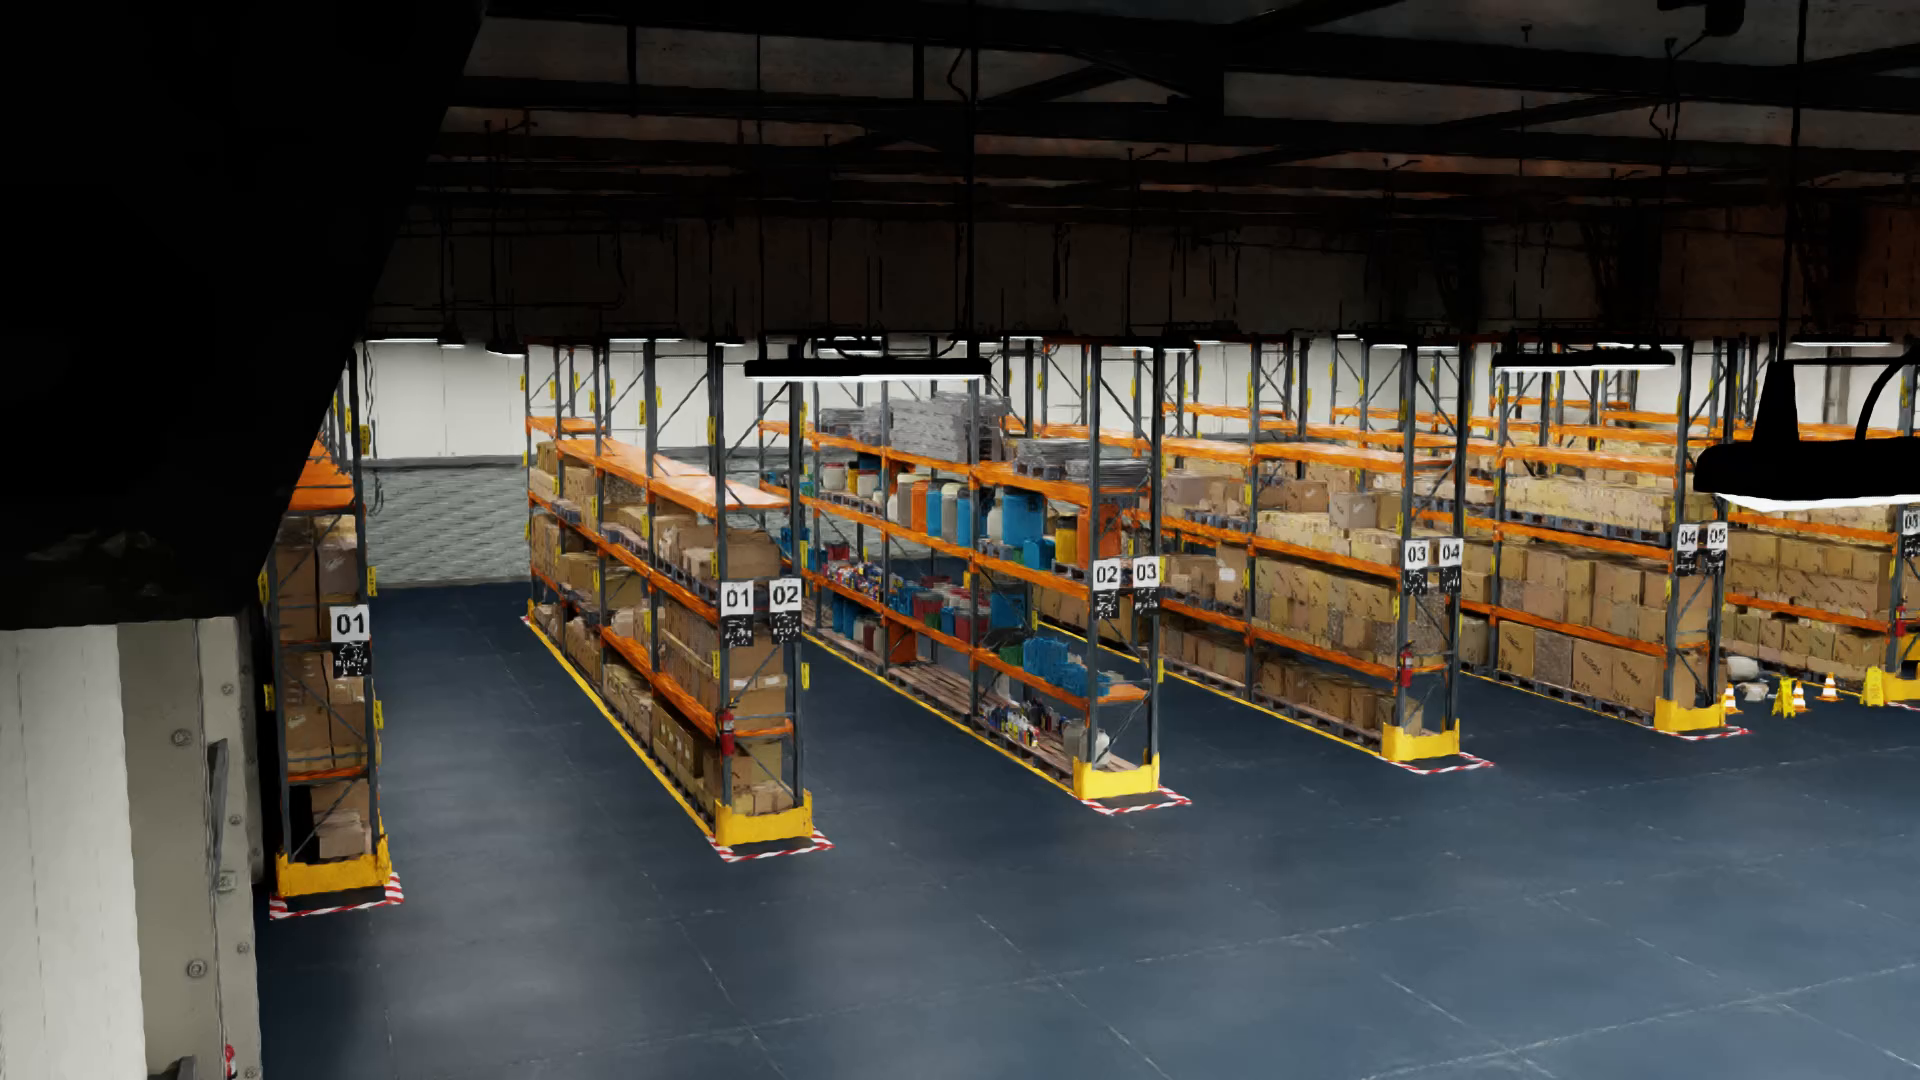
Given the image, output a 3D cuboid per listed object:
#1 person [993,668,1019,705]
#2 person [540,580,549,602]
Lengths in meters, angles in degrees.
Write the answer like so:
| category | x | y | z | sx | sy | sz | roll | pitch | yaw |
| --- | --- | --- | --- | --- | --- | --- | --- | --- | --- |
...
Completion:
| category | x | y | z | sx | sy | sz | roll | pitch | yaw |
| --- | --- | --- | --- | --- | --- | --- | --- | --- | --- |
| person | 0.744 | 1.803 | 27.343 | 0.526 | 1.785 | 0.648 | -6 | 10 | -38 |
| person | -9.042 | 0.562 | 37.167 | 0.693 | 1.671 | 0.788 | -7 | 10 | -42 |
